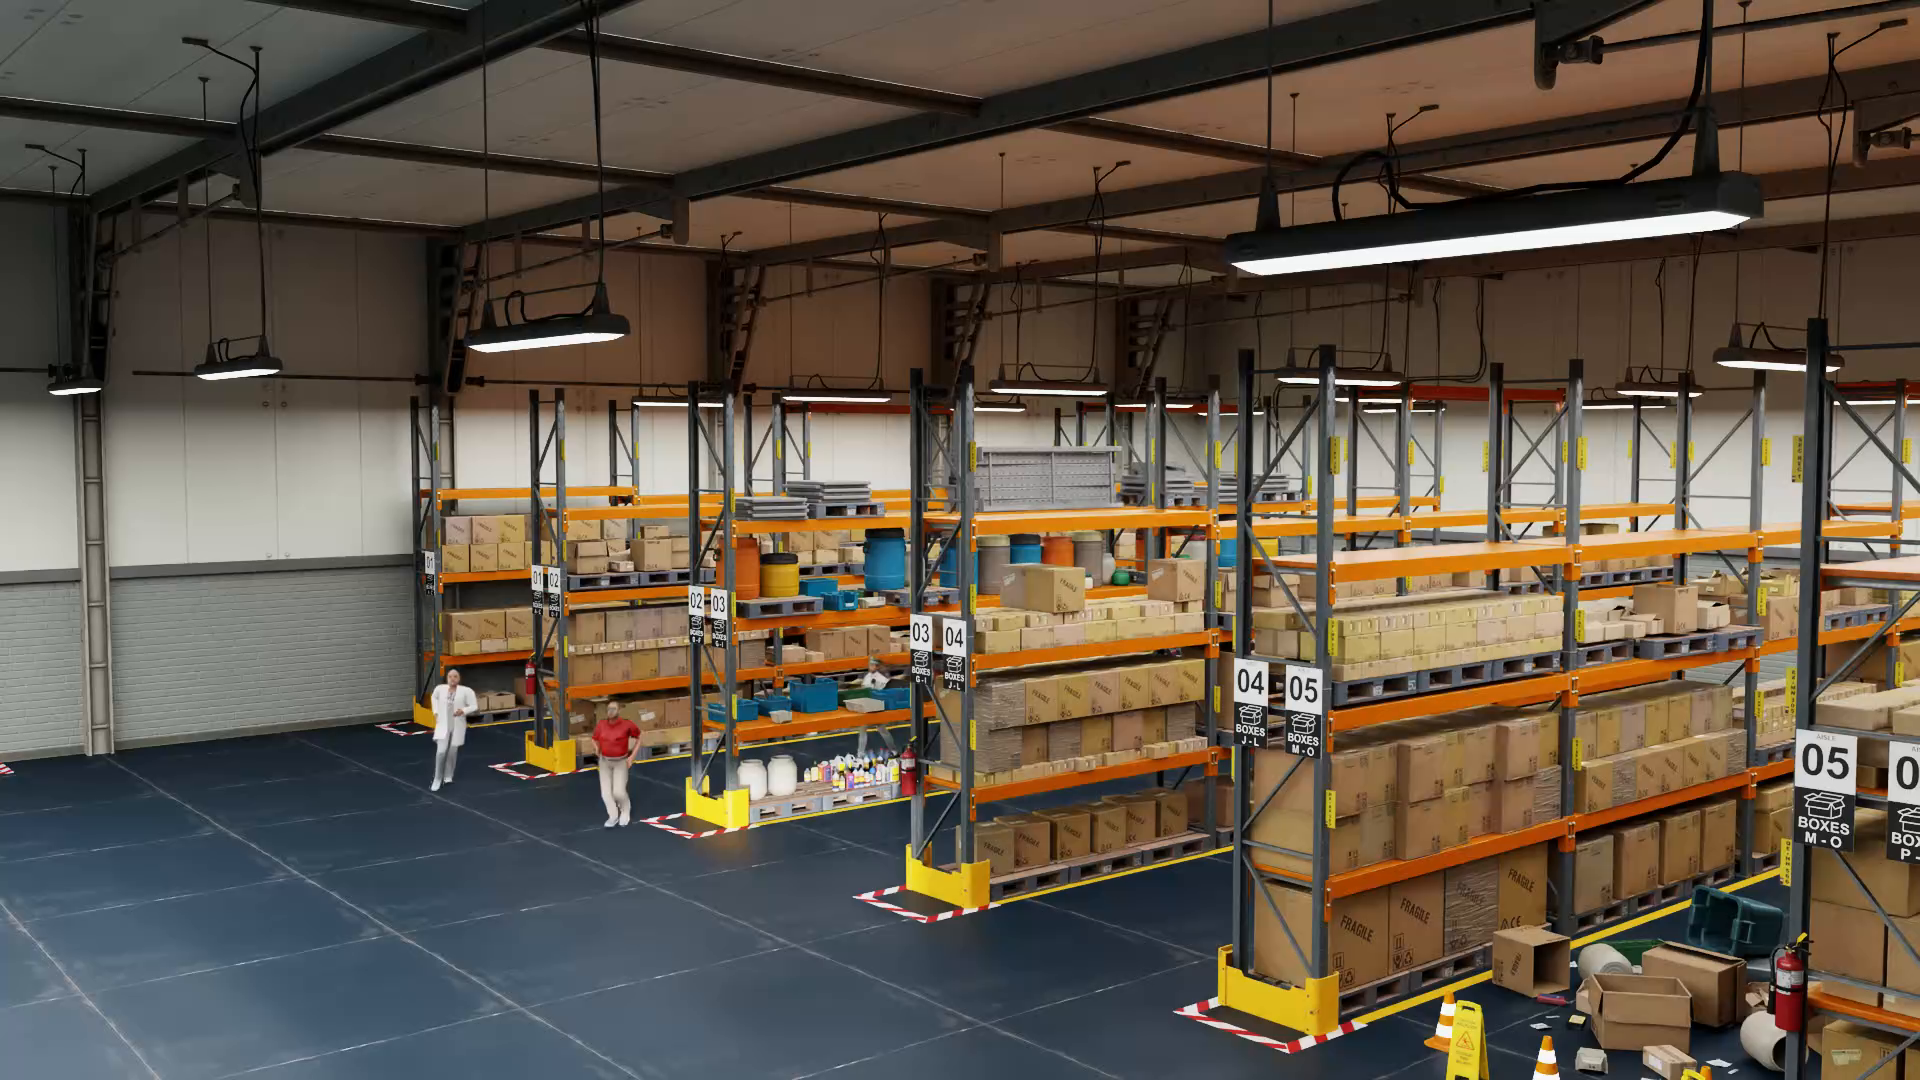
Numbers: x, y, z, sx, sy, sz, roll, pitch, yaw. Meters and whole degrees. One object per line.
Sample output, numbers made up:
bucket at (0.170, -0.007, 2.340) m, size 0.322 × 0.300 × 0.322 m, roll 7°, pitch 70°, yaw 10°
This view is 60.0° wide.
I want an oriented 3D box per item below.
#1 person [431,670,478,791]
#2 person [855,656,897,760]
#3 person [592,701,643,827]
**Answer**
person at (-7.551, 2.837, 24.849) m, size 0.687 × 1.826 × 0.805 m, roll -1°, pitch 3°, yaw -11°
person at (-1.379, 2.724, 26.787) m, size 0.593 × 1.727 × 0.848 m, roll 3°, pitch 4°, yaw 40°
person at (-4.618, 3.006, 22.172) m, size 0.662 × 1.699 × 0.578 m, roll 0°, pitch 3°, yaw 7°
